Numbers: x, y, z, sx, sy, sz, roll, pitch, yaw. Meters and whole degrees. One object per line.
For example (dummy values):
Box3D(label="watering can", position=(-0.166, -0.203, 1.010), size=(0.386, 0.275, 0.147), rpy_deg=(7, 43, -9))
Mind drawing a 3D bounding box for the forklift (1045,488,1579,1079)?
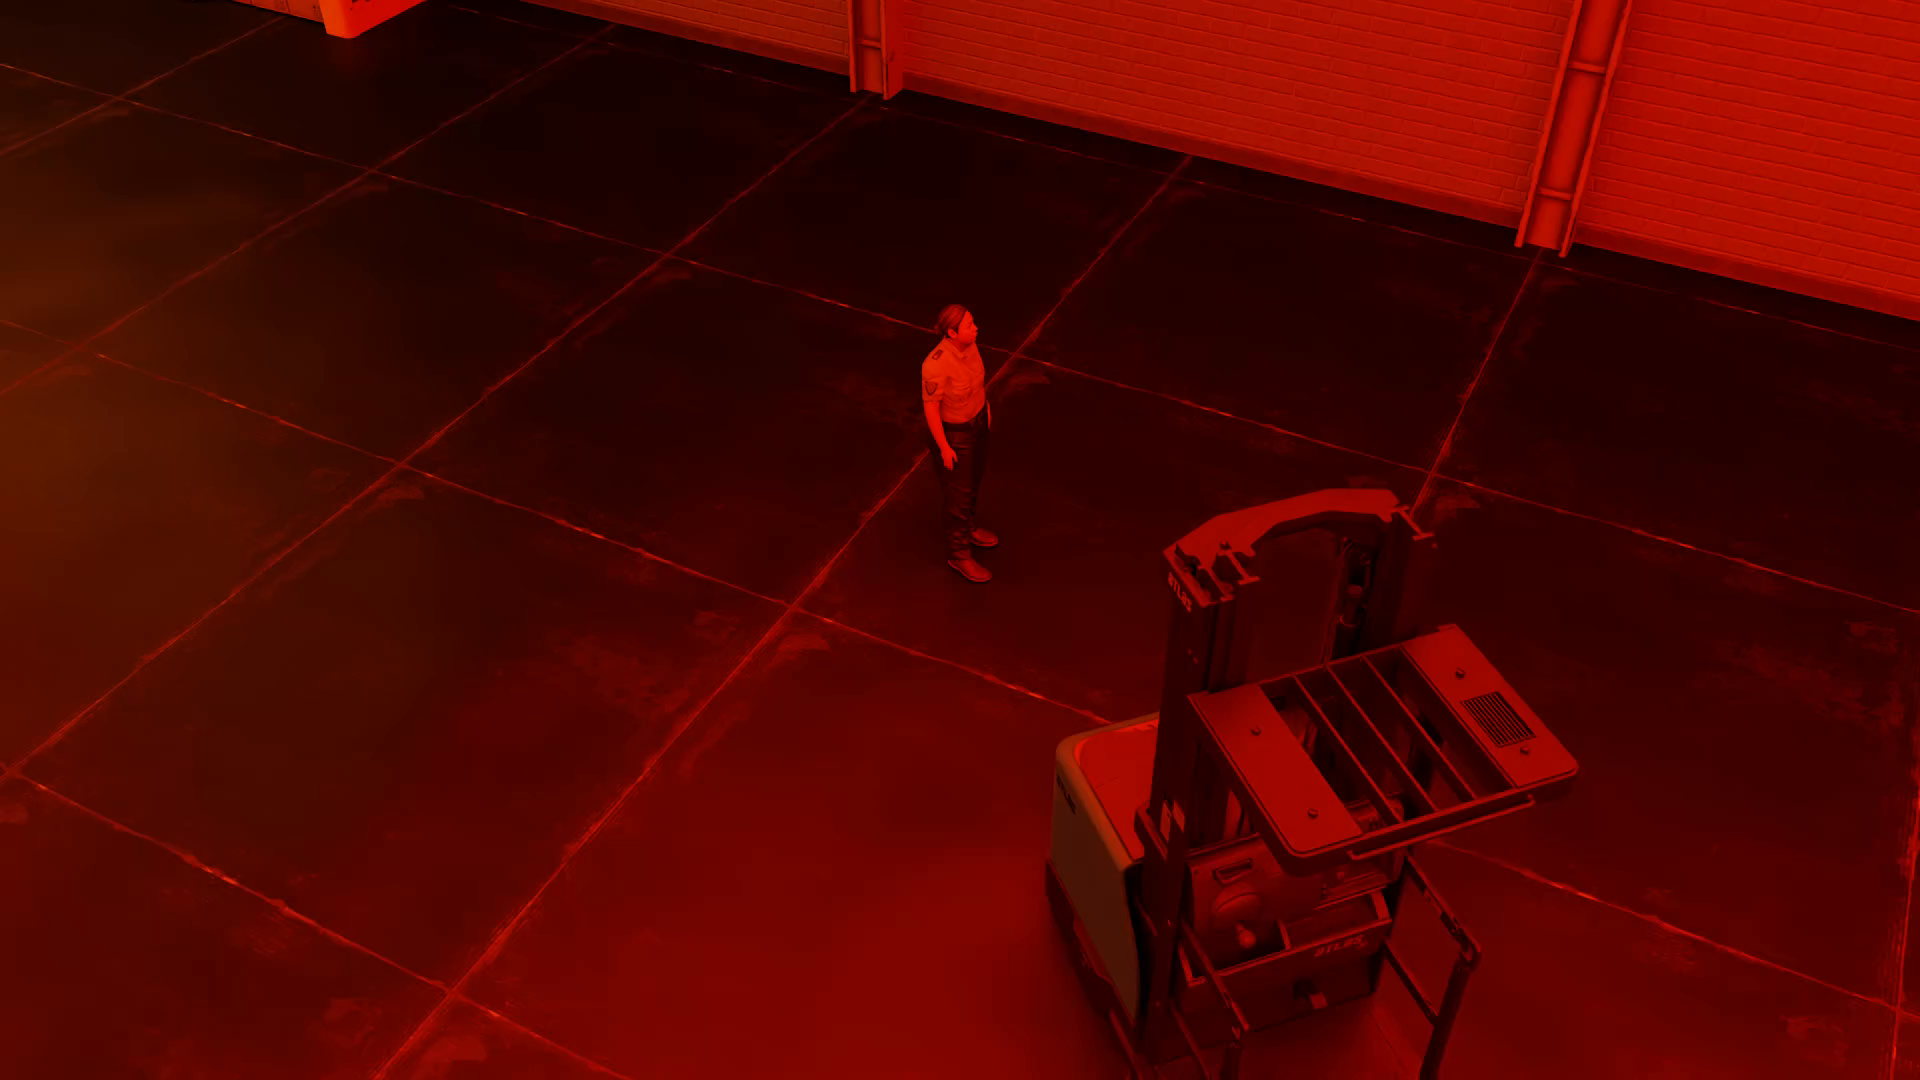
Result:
Box3D(label="forklift", position=(1.398, 1.388, 6.338), size=(1.130, 2.935, 3.031), rpy_deg=(-13, 42, -15))

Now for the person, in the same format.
Box3D(label="person", position=(0.069, -0.597, 9.679), size=(0.503, 1.651, 0.598), rpy_deg=(18, 43, 21))
